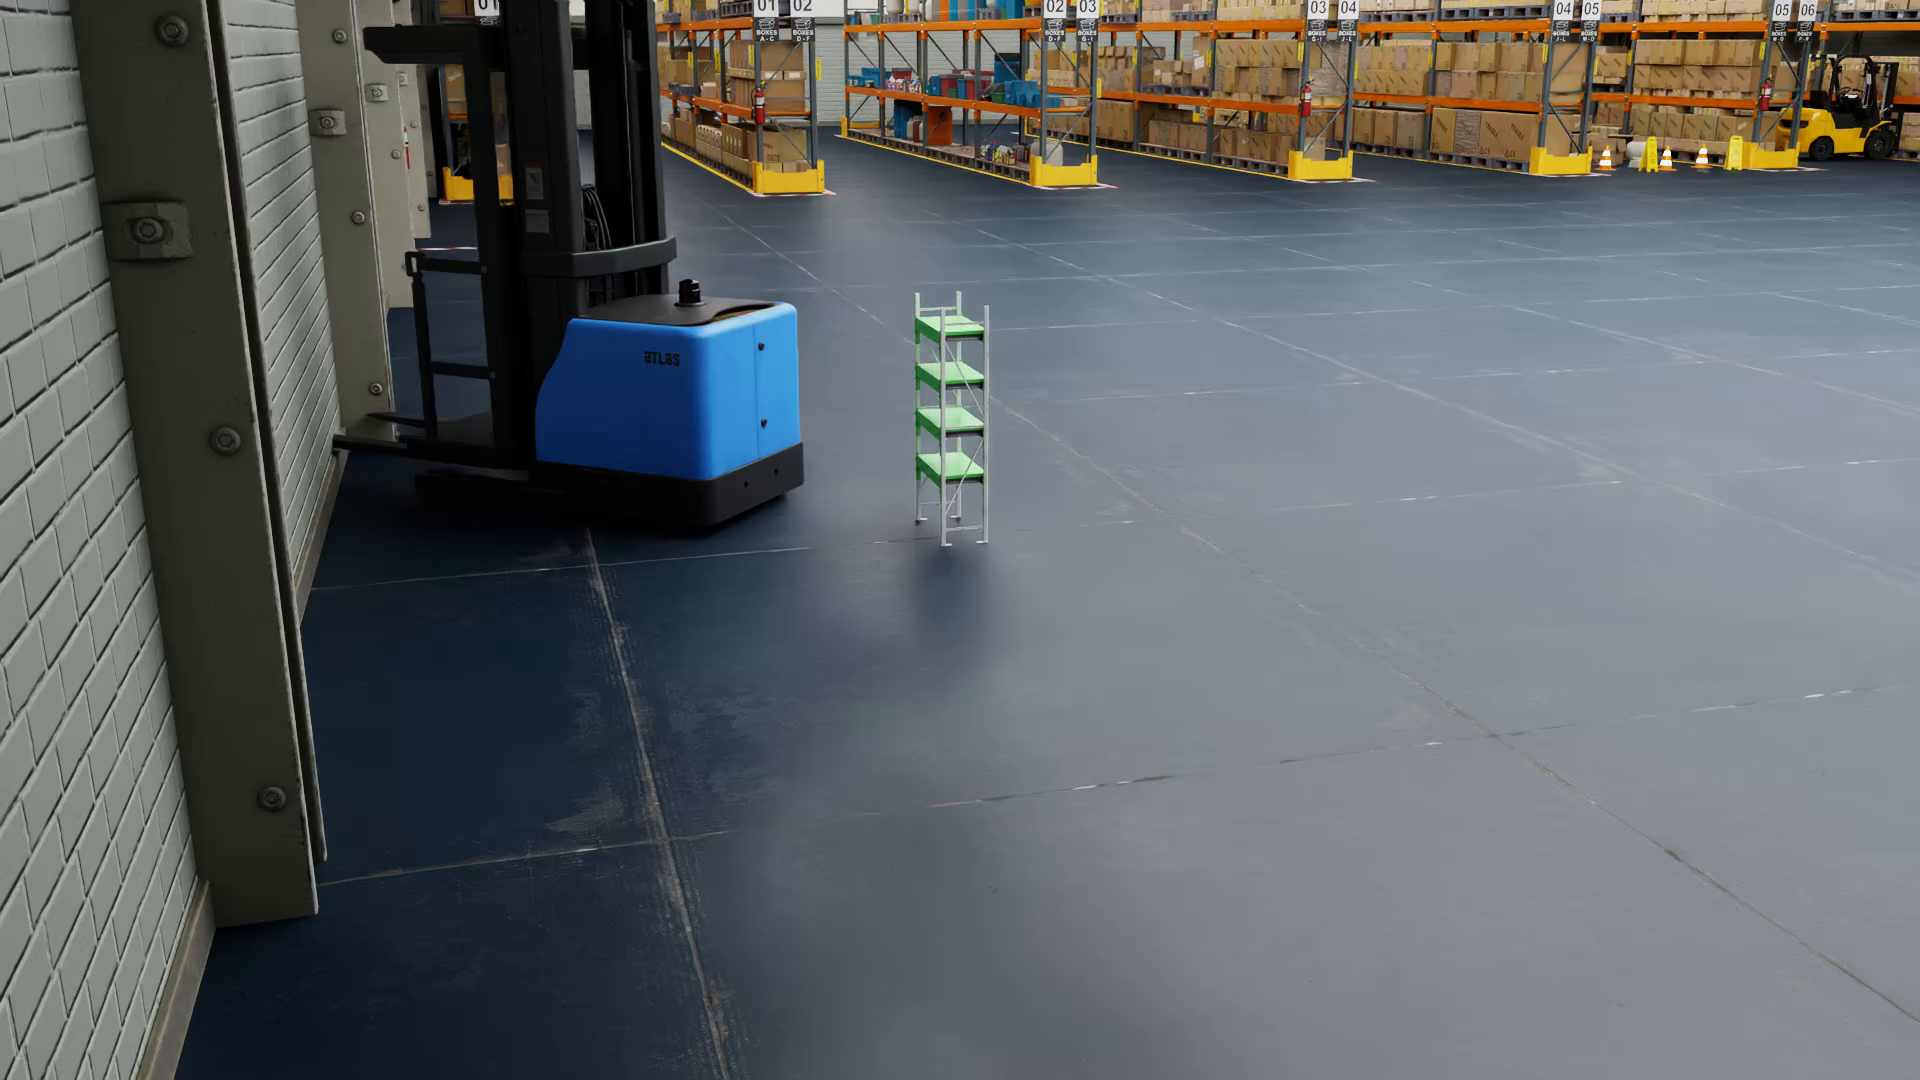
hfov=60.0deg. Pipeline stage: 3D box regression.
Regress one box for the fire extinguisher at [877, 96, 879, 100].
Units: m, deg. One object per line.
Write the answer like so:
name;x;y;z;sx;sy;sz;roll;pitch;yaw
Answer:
fire extinguisher;-2.119;-11.975;43.887;0.296;0.674;0.183;-5;17;-15

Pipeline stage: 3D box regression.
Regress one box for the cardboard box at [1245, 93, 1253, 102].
cardboard box;5.741;-8.568;32.199;0.380;0.149;0.250;-5;17;-15

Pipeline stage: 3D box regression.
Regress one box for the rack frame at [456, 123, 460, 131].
rack frame;-12.040;-11.330;40.957;1.000;3.000;0.127;-5;17;-15

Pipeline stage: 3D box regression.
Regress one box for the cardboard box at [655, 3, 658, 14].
cardboard box;-7.113;-12.888;40.319;0.500;0.250;0.500;-5;17;-15

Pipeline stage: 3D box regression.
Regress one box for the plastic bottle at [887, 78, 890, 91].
plastic bottle;-1.688;-10.779;39.325;0.061;0.283;0.133;-5;17;-15

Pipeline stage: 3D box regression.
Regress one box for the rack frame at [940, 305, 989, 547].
rack frame;0.022;-0.553;8.207;0.240;1.200;0.015;-5;17;-15

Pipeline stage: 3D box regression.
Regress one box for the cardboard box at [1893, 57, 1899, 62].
cardboard box;20.217;-10.263;35.587;0.380;0.149;0.250;-4;17;-14

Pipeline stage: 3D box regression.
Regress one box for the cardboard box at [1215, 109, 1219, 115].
cardboard box;7.147;-11.609;45.078;0.380;0.149;0.250;-6;18;-18

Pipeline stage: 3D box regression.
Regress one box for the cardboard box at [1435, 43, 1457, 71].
cardboard box;10.411;-10.034;34.504;0.875;0.550;0.550;-5;17;-15

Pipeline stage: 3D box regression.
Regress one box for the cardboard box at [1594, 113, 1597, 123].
cardboard box;17.693;-11.690;46.099;0.500;0.311;0.500;-4;17;-13

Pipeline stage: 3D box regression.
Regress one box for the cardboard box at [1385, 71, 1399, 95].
cardboard box;9.664;-10.000;36.356;0.500;0.500;0.500;-5;17;-15

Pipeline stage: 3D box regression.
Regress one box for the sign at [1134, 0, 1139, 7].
sign;3.911;-11.972;36.845;0.100;0.325;0.005;-5;17;-15

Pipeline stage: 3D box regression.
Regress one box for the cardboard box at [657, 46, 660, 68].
cardboard box;-7.126;-11.823;40.686;0.500;0.500;0.500;-4;17;-14

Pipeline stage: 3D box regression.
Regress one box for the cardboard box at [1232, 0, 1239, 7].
cardboard box;5.532;-10.482;32.486;0.380;0.149;0.250;-5;17;-15

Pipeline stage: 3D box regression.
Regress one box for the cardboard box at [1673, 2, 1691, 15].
cardboard box;15.208;-11.051;34.559;0.500;0.250;0.500;-5;17;-15

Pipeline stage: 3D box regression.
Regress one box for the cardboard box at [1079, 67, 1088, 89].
cardboard box;3.233;-11.299;40.680;0.500;0.500;0.500;-5;17;-15

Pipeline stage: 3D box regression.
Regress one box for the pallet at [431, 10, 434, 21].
pallet;-10.069;-10.637;33.764;1.213;0.211;1.003;-4;17;-13

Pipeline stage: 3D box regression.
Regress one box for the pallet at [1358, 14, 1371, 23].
pallet;9.471;-11.828;37.730;1.213;0.211;1.003;-4;17;-13

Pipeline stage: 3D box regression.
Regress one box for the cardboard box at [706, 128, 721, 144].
cardboard box;-4.786;-8.067;33.167;0.500;0.311;0.500;-5;17;-16

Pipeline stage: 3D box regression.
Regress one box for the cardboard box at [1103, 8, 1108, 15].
cardboard box;3.612;-12.492;39.318;0.380;0.149;0.250;-5;18;-18

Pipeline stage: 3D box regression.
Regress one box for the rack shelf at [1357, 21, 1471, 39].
rack shelf;9.793;-11.195;36.544;1.077;0.370;4.000;-5;17;-15

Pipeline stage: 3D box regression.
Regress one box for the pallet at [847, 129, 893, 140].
pallet;-2.325;-10.547;43.196;1.003;0.211;1.213;-5;17;-15

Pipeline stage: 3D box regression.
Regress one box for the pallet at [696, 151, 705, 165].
pallet;-4.891;-7.944;34.530;1.003;0.211;1.213;-5;17;-15

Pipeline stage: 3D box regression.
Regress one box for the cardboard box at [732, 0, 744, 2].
cardboard box;-3.649;-9.692;29.137;0.797;0.503;0.637;-3;17;-9

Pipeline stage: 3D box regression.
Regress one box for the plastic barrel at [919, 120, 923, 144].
plastic barrel;-0.708;-9.193;37.437;0.421;0.512;0.421;0;17;0

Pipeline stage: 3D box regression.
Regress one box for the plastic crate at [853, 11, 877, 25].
plastic crate;-2.359;-13.076;41.662;0.504;0.338;0.767;-5;17;-15

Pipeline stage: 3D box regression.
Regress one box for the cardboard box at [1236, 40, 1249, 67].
cardboard box;5.701;-9.434;32.215;0.500;0.500;0.500;-5;17;-15

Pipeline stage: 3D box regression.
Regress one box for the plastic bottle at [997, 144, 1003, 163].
plastic bottle;0.775;-7.310;31.414;0.144;0.351;0.185;-5;17;-16

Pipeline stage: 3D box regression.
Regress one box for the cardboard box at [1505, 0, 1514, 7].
cardboard box;10.745;-10.355;32.031;0.380;0.149;0.250;-5;17;-16

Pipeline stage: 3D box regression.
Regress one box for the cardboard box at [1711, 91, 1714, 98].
cardboard box;15.604;-9.114;34.014;0.380;0.149;0.250;-4;17;-14

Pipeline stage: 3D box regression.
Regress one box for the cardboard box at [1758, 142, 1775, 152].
cardboard box;16.218;-7.992;33.893;0.500;0.250;0.500;-5;17;-16

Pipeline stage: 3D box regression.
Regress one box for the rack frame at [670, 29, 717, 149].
rack frame;-6.179;-10.616;38.580;1.000;3.000;0.127;-5;17;-15

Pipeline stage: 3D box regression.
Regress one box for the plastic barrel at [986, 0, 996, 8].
plastic barrel;0.713;-10.351;31.558;0.421;0.512;0.421;0;17;0

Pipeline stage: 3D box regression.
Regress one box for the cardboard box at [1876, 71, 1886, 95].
cardboard box;20.134;-9.843;35.834;0.500;0.500;0.500;-5;17;-15

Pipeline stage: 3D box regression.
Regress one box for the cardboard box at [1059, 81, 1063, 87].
cardboard box;2.737;-11.550;42.125;0.380;0.149;0.250;-4;17;-14

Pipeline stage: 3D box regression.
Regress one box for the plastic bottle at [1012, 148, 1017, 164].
plastic bottle;1.016;-7.151;31.002;0.061;0.283;0.133;-5;17;-15

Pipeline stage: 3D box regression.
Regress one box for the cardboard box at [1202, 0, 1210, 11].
cardboard box;5.191;-11.011;34.184;0.396;0.266;0.258;-4;17;-13

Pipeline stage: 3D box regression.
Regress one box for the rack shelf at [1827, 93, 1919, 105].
rack shelf;20.395;-9.465;35.997;1.077;0.370;4.000;-5;17;-15

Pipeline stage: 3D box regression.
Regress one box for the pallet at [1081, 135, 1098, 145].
pallet;3.632;-9.855;40.895;1.003;0.211;1.213;-5;17;-15

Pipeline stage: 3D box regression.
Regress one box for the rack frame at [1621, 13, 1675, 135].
rack frame;15.074;-9.969;36.426;1.000;3.000;0.127;-5;17;-15

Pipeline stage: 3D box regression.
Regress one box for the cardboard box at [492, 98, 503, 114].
cardboard box;-7.472;-7.002;26.775;0.500;0.250;0.500;-5;17;-17

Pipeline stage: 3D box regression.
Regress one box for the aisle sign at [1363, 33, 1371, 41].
aisle sign;11.478;-14.530;47.092;0.394;0.787;0.004;-5;17;-15

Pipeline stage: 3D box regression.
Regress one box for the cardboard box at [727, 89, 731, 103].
cardboard box;-4.157;-8.464;31.677;0.500;0.250;0.500;-4;17;-12

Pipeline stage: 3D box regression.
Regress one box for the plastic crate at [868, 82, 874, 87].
plastic crate;-1.981;-11.192;40.872;0.437;0.125;0.590;-5;17;-15

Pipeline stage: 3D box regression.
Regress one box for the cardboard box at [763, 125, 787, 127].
cardboard box;-3.375;-7.259;30.148;0.500;0.500;0.500;-5;17;-15

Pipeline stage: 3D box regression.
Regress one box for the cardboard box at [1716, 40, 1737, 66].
cardboard box;15.691;-9.796;33.422;0.700;0.500;0.500;-5;17;-15

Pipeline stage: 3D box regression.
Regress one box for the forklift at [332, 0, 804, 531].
forklift;-2.426;-1.714;9.065;3.031;2.935;1.130;8;18;24

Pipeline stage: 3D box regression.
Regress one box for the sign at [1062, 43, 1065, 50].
sign;2.774;-13.212;44.797;0.100;0.325;0.005;-5;17;-15

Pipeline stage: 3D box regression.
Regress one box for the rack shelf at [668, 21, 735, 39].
rack shelf;-5.629;-11.155;36.411;1.077;0.370;4.000;-5;17;-15

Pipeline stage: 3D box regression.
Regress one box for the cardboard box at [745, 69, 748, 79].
cardboard box;-3.526;-8.104;28.916;0.380;0.149;0.250;-4;17;-14

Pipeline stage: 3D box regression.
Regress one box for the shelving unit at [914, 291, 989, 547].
shelving unit;-0.045;-0.620;8.432;0.258;1.200;0.503;-5;17;-15

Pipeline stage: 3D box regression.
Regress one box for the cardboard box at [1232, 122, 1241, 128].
cardboard box;7.424;-10.966;43.971;0.380;0.149;0.250;-5;17;-15

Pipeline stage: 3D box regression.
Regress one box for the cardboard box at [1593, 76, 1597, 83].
cardboard box;14.433;-10.383;37.512;0.380;0.149;0.250;-5;17;-15
